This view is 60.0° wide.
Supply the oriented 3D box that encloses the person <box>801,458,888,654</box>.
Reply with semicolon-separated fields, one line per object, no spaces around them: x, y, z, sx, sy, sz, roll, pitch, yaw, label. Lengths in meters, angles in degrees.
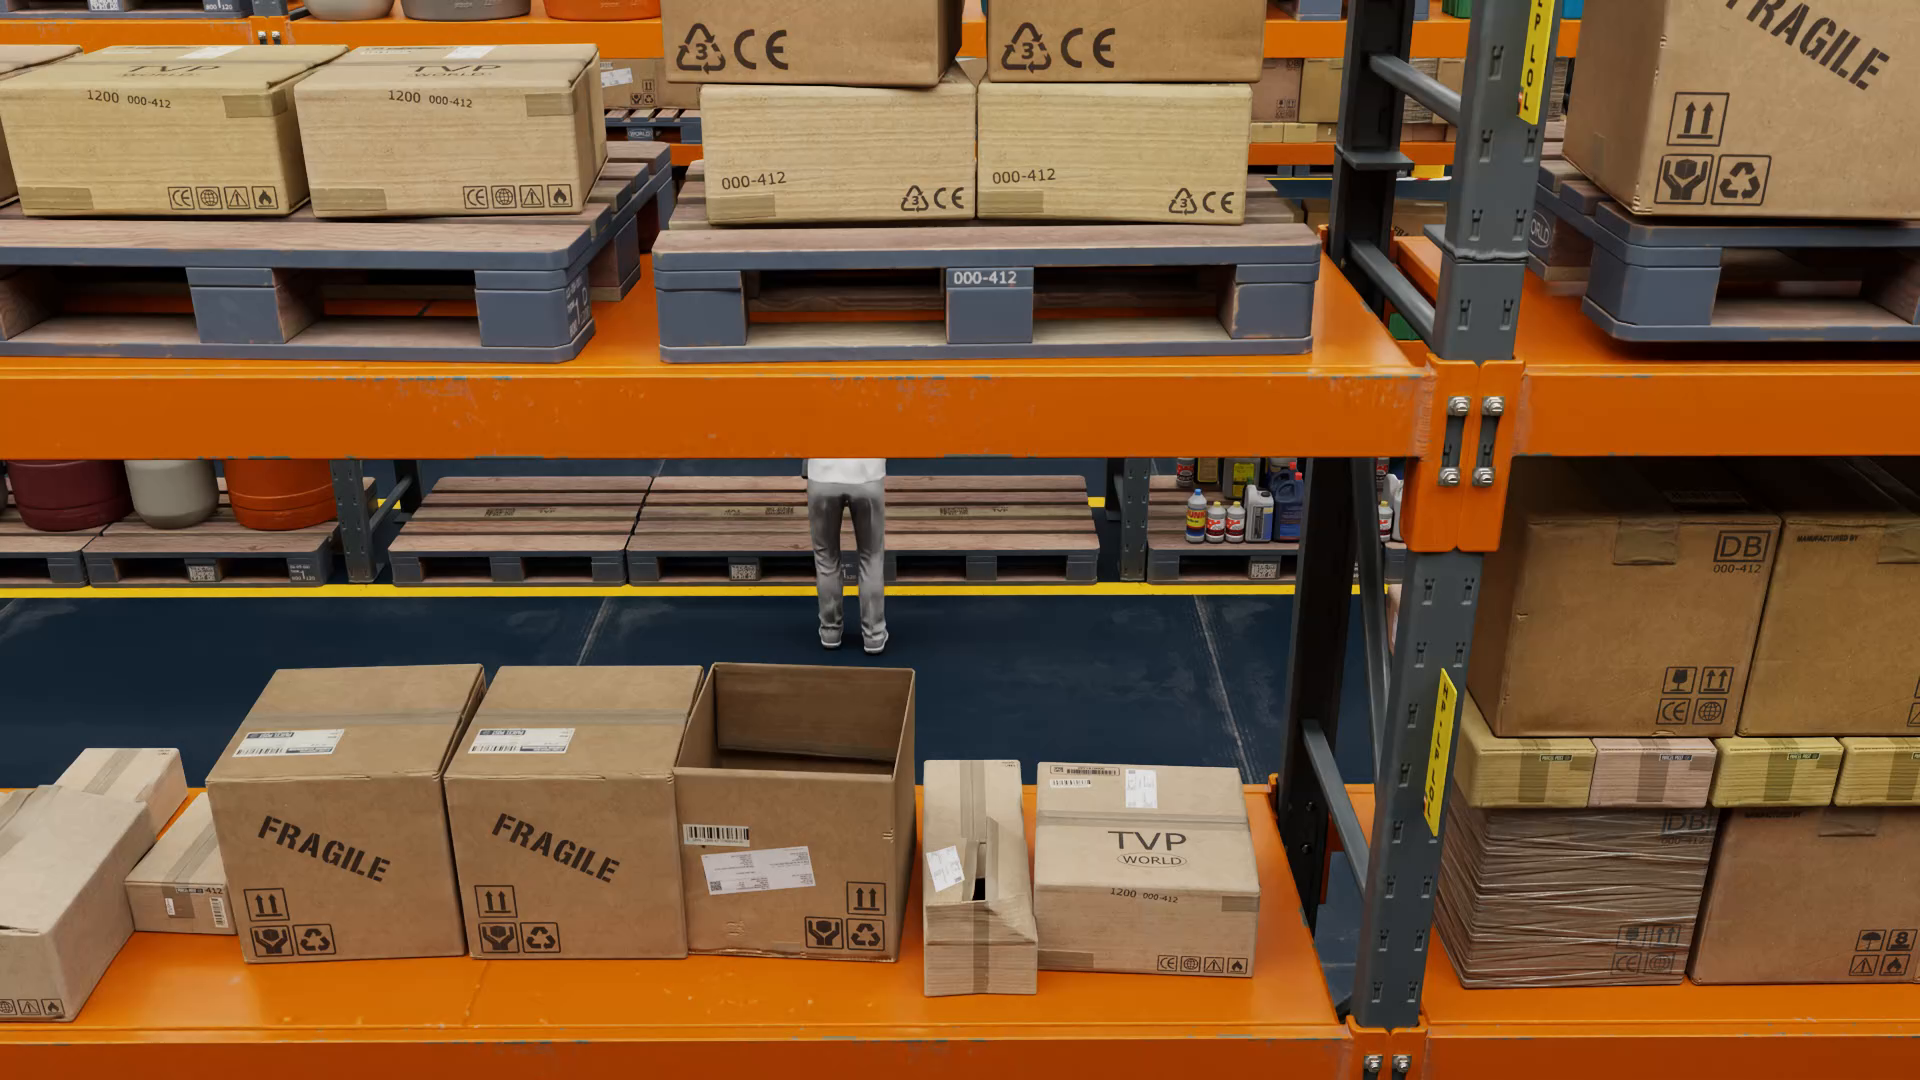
-0.530;-0.293;7.728;0.453;1.691;0.523;0;24;-1;person
